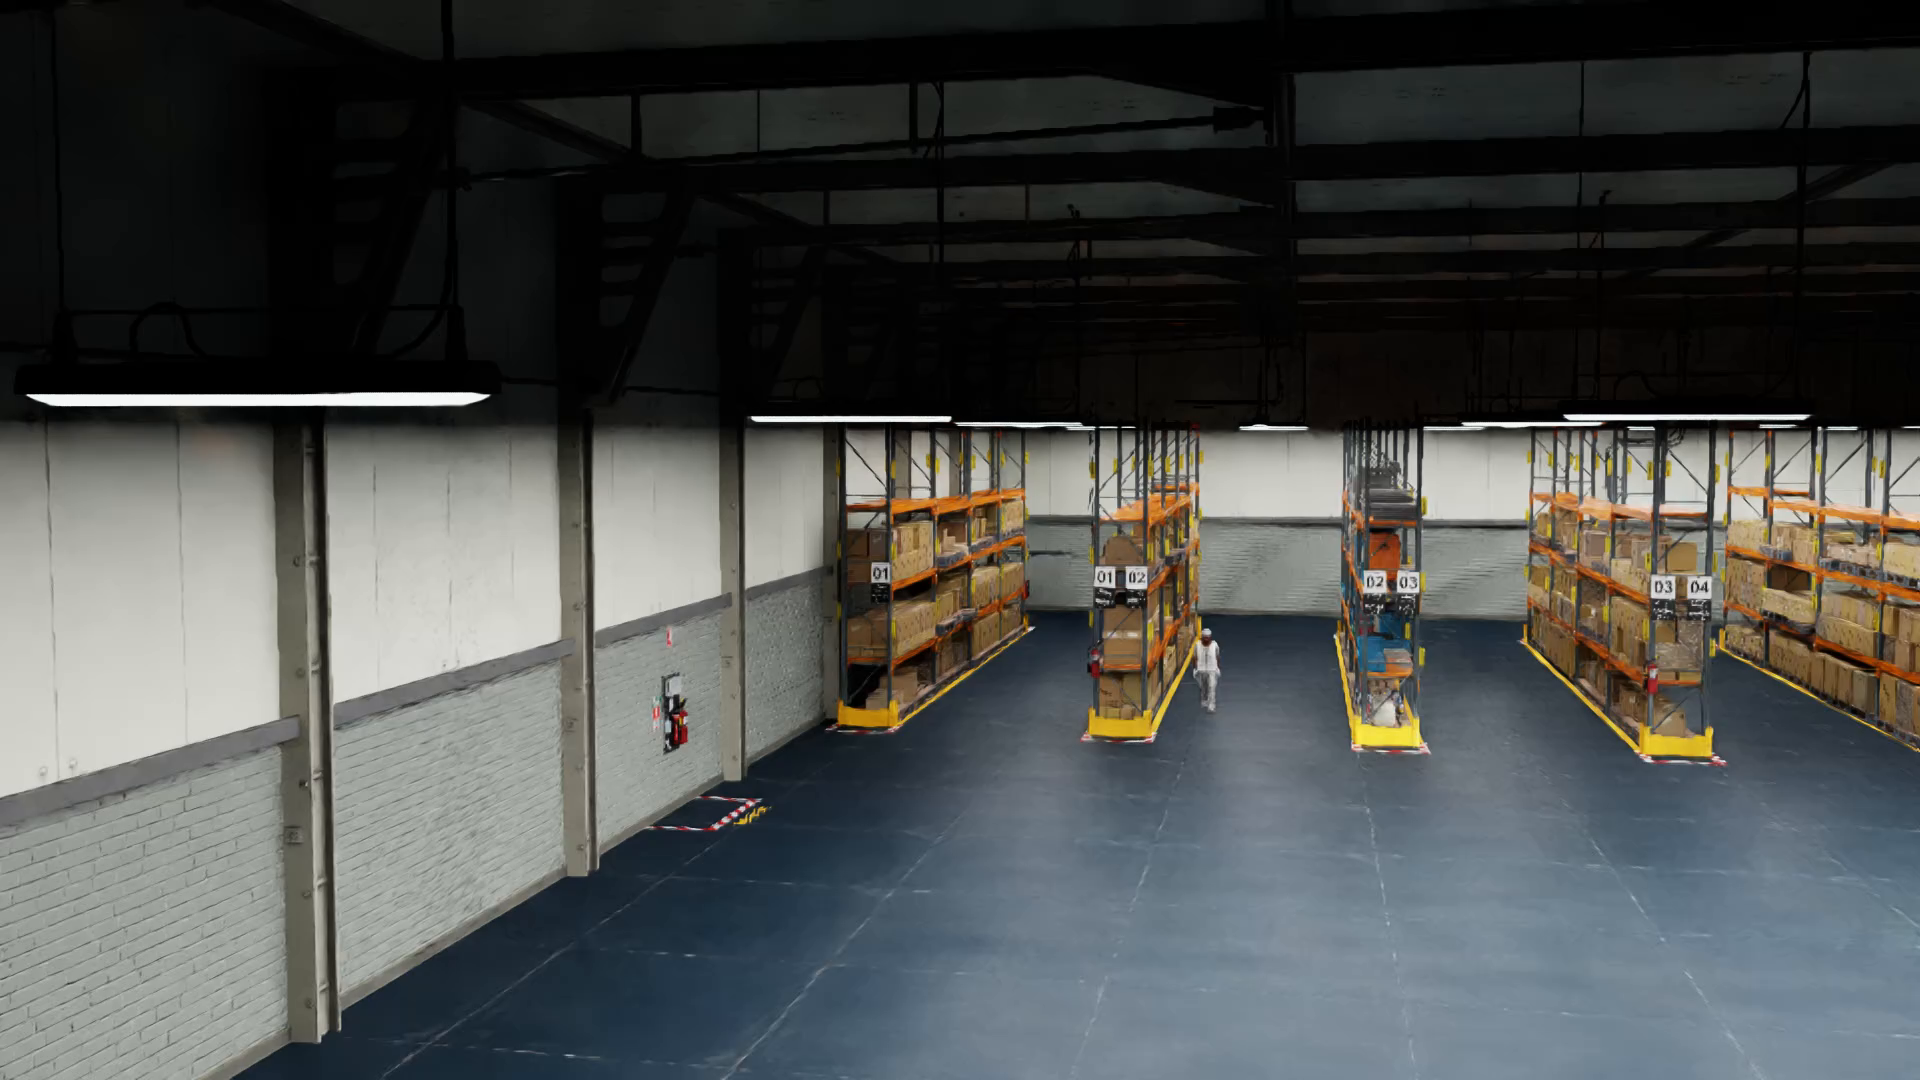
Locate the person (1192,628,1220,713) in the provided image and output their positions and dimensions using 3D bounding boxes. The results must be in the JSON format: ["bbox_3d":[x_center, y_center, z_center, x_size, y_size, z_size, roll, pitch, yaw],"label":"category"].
[{"bbox_3d":[5.040,2.645,34.076,0.566,1.706,1.122,1,4,14],"label":"person"}]
